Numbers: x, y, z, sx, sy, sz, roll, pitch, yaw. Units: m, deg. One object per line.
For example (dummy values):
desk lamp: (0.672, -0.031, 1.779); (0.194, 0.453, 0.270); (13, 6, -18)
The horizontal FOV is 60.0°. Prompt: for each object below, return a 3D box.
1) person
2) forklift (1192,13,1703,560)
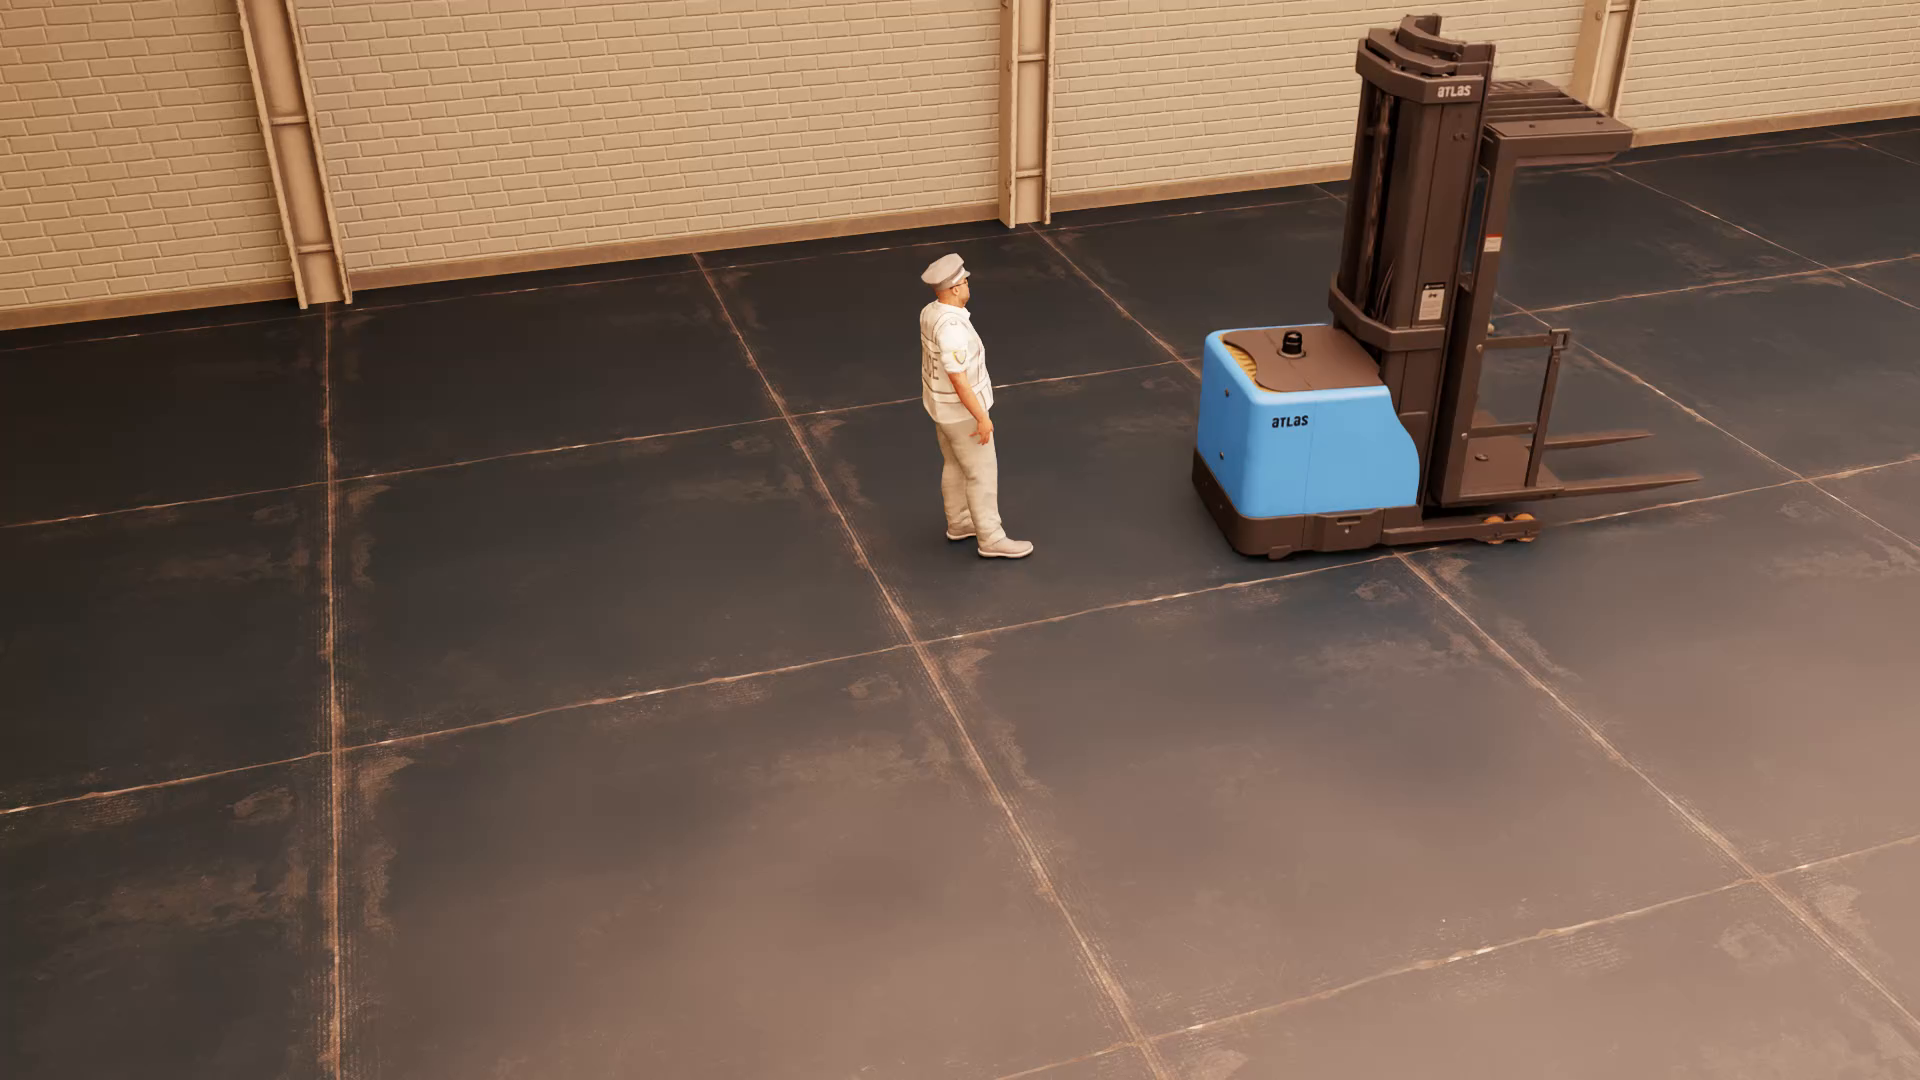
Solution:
person: (0.078, -0.786, 9.590); (0.574, 1.781, 0.641); (-10, 31, -16)
forklift: (3.034, -1.497, 9.689); (3.031, 2.935, 1.130); (-5, 30, -8)
